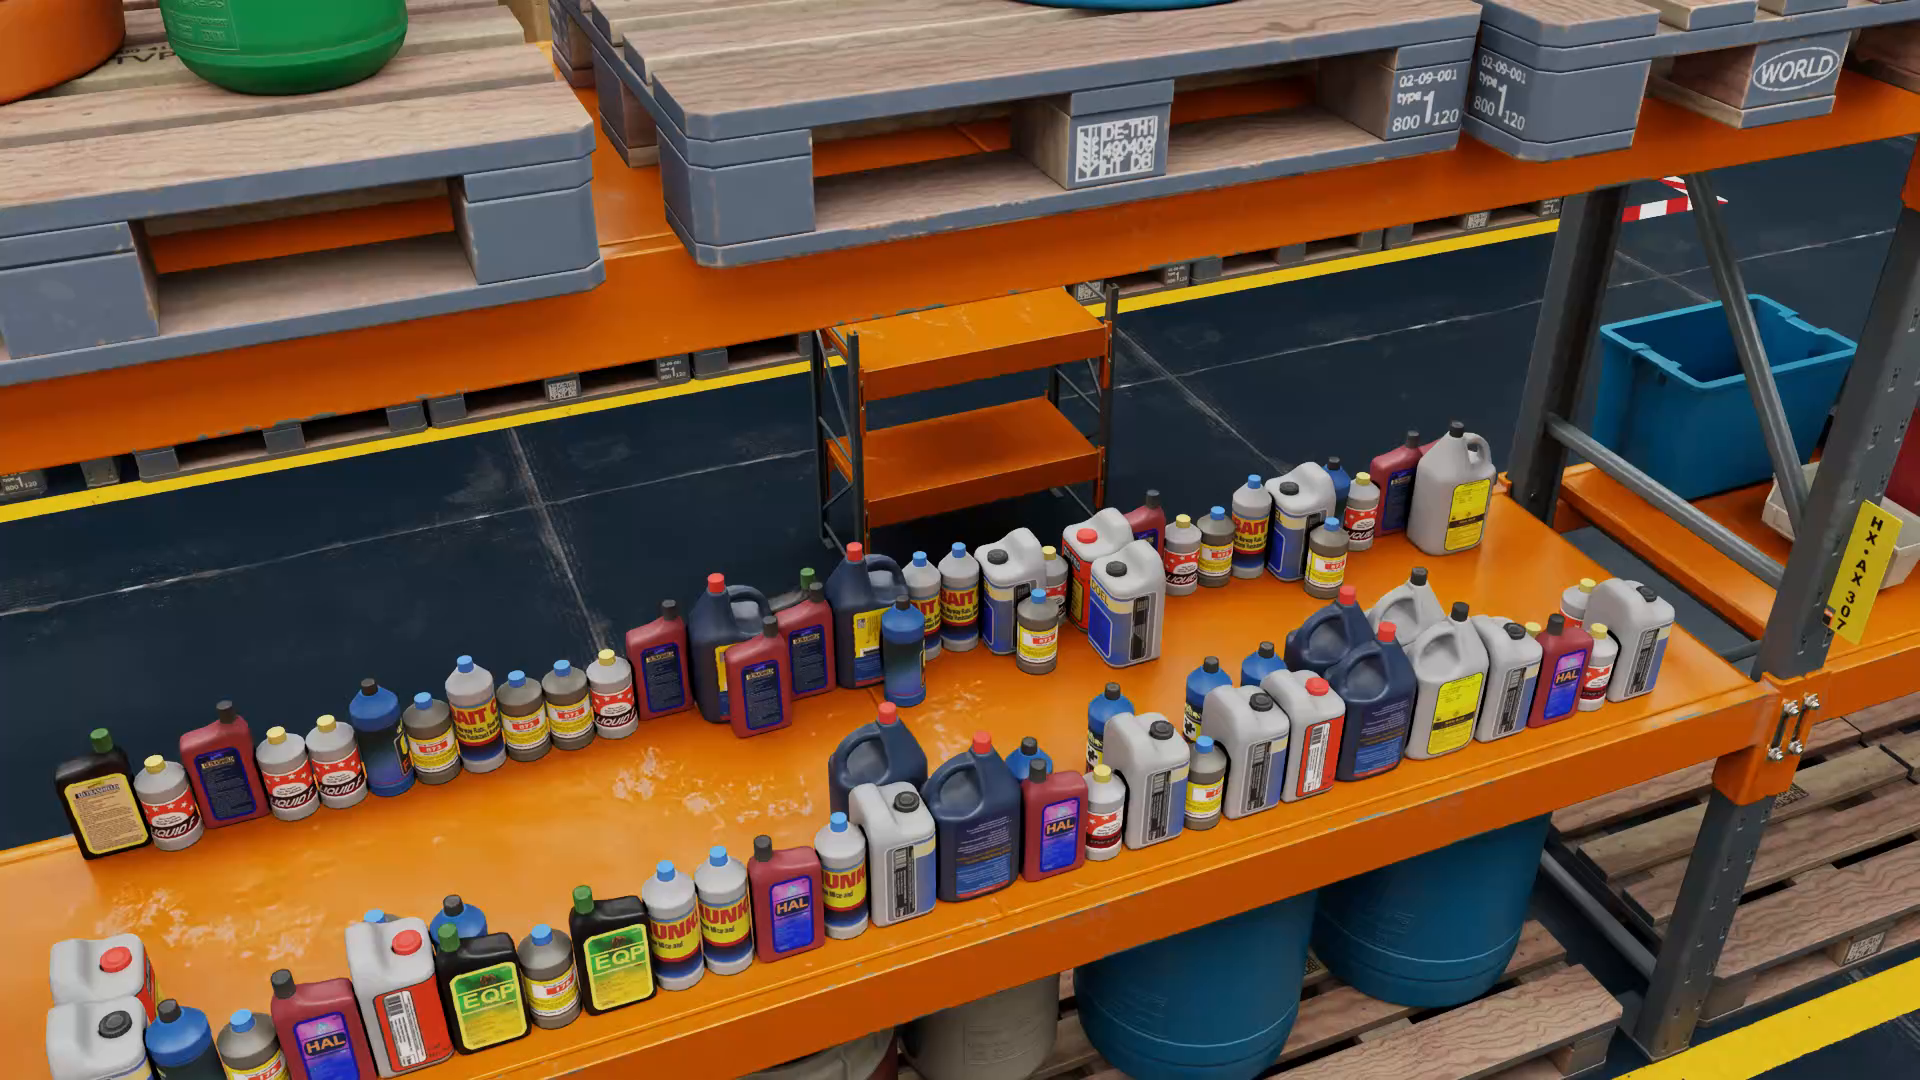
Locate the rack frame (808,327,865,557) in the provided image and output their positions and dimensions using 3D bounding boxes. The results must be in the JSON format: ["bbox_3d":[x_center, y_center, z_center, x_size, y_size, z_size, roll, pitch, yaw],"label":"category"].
[{"bbox_3d":[-0.462,-0.366,6.280,0.032,1.125,0.500,-13,35,-19],"label":"rack frame"}]

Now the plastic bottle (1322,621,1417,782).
[{"bbox_3d":[0.865,0.331,3.537,0.185,0.351,0.144,-13,35,-19],"label":"plastic bottle"}]

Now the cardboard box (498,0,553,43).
[{"bbox_3d":[-1.762,-2.393,7.201,0.500,0.500,0.700,-23,39,-31],"label":"cardboard box"}]

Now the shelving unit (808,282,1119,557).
[{"bbox_3d":[0.006,-0.473,6.445,1.048,1.125,0.538,-13,35,-19],"label":"shelving unit"}]

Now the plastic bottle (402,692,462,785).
[{"bbox_3d":[-1.128,0.415,3.545,0.097,0.201,0.097,0,33,0],"label":"plastic bottle"}]

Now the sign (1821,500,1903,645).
[{"bbox_3d":[1.968,0.073,3.633,0.005,0.325,0.100,-13,35,-19],"label":"sign"}]

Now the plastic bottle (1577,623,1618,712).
[{"bbox_3d":[1.422,0.280,3.752,0.097,0.201,0.097,0,33,0],"label":"plastic bottle"}]

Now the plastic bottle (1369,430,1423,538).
[{"bbox_3d":[1.130,-0.148,4.334,0.133,0.283,0.061,-13,35,-19],"label":"plastic bottle"}]

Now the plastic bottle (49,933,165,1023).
[{"bbox_3d":[-1.466,0.804,2.878,0.135,0.276,0.152,-13,35,-19],"label":"plastic bottle"}]

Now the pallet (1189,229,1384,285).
[{"bbox_3d":[1.603,-1.815,9.345,1.213,0.211,1.003,-13,35,-19],"label":"pallet"}]

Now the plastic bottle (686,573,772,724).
[{"bbox_3d":[-0.507,0.224,3.701,0.185,0.351,0.144,-13,35,-19],"label":"plastic bottle"}]

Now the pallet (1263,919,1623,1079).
[{"bbox_3d":[1.029,1.223,4.677,1.213,0.211,1.003,-13,35,-19],"label":"pallet"}]

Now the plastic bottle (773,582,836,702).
[{"bbox_3d":[-0.353,0.228,3.756,0.133,0.283,0.061,-13,35,-19],"label":"plastic bottle"}]

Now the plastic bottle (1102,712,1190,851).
[{"bbox_3d":[0.379,0.471,3.389,0.135,0.276,0.152,-13,35,-19],"label":"plastic bottle"}]

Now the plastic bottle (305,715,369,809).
[{"bbox_3d":[-1.308,0.456,3.481,0.097,0.201,0.097,0,33,0],"label":"plastic bottle"}]

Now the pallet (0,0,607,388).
[{"bbox_3d":[-1.188,-0.534,2.242,1.213,0.211,1.003,-13,35,-19],"label":"pallet"}]

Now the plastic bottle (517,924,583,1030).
[{"bbox_3d":[-0.740,0.775,2.991,0.097,0.201,0.097,0,33,0],"label":"plastic bottle"}]

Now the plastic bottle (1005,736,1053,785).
[{"bbox_3d":[0.136,0.509,3.336,0.097,0.271,0.097,0,33,0],"label":"plastic bottle"}]

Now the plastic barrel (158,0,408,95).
[{"bbox_3d":[-0.865,-0.719,2.112,0.294,0.245,0.294,0,33,0],"label":"plastic barrel"}]

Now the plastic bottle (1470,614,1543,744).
[{"bbox_3d":[1.182,0.287,3.672,0.135,0.276,0.152,-13,35,-19],"label":"plastic bottle"}]

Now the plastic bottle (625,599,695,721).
[{"bbox_3d":[-0.670,0.264,3.700,0.133,0.283,0.061,-13,35,-19],"label":"plastic bottle"}]

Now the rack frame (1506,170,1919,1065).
[{"bbox_3d":[1.757,-0.088,4.134,0.127,3.000,1.000,-13,35,-19],"label":"rack frame"}]

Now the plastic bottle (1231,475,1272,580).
[{"bbox_3d":[0.728,-0.040,4.178,0.097,0.271,0.097,0,33,0],"label":"plastic bottle"}]

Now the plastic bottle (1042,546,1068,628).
[{"bbox_3d":[0.211,0.108,4.016,0.097,0.201,0.097,0,33,0],"label":"plastic bottle"}]

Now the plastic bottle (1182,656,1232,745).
[{"bbox_3d":[0.527,0.365,3.556,0.097,0.271,0.097,0,33,0],"label":"plastic bottle"}]

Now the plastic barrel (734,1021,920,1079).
[{"bbox_3d":[-0.446,1.241,3.918,0.708,0.588,0.600,-13,35,-19],"label":"plastic barrel"}]

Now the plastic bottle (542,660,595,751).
[{"bbox_3d":[-0.859,0.353,3.639,0.097,0.201,0.097,0,33,0],"label":"plastic bottle"}]

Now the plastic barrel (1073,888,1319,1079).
[{"bbox_3d":[0.596,0.872,4.199,0.708,0.901,0.600,-13,35,-19],"label":"plastic barrel"}]

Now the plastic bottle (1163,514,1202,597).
[{"bbox_3d":[0.548,0.031,4.134,0.097,0.201,0.097,0,33,0],"label":"plastic bottle"}]

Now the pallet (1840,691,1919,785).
[{"bbox_3d":[3.546,0.647,5.563,1.213,0.211,1.003,-13,35,-19],"label":"pallet"}]

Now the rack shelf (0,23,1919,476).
[{"bbox_3d":[-0.087,-0.621,2.864,4.000,0.370,1.077,-13,35,-19],"label":"rack shelf"}]

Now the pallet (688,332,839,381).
[{"bbox_3d":[-0.893,-1.220,8.431,1.213,0.211,1.003,-13,35,-19],"label":"pallet"}]

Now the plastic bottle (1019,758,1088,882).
[{"bbox_3d":[0.183,0.540,3.277,0.133,0.283,0.061,-13,35,-19],"label":"plastic bottle"}]

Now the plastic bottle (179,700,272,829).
[{"bbox_3d":[-1.511,0.457,3.404,0.133,0.283,0.061,-13,35,-19],"label":"plastic bottle"}]

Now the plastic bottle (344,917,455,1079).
[{"bbox_3d":[-0.981,0.782,2.911,0.135,0.276,0.152,-13,35,-19],"label":"plastic bottle"}]

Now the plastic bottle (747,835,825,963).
[{"bbox_3d":[-0.324,0.656,3.099,0.133,0.283,0.061,-13,35,-19],"label":"plastic bottle"}]

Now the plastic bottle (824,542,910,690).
[{"bbox_3d":[-0.213,0.156,3.804,0.185,0.351,0.144,-13,35,-19],"label":"plastic bottle"}]

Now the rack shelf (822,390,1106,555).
[{"bbox_3d":[0.006,-0.268,6.579,1.000,0.278,0.538,-13,35,-19],"label":"rack shelf"}]

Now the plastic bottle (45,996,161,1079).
[{"bbox_3d":[-1.407,0.880,2.761,0.135,0.276,0.152,-13,35,-19],"label":"plastic bottle"}]

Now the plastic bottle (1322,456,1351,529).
[{"bbox_3d":[0.941,-0.089,4.254,0.097,0.271,0.097,0,33,0],"label":"plastic bottle"}]

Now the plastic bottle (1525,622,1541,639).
[{"bbox_3d":[1.276,0.277,3.756,0.097,0.201,0.097,0,33,0],"label":"plastic bottle"}]

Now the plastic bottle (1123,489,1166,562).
[{"bbox_3d":[0.435,0.012,4.089,0.133,0.283,0.061,-13,35,-19],"label":"plastic bottle"}]

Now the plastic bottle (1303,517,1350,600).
[{"bbox_3d":[0.911,0.038,4.124,0.097,0.201,0.097,0,33,0],"label":"plastic bottle"}]

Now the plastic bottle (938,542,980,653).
[{"bbox_3d":[-0.003,0.128,3.922,0.097,0.271,0.097,0,33,0],"label":"plastic bottle"}]

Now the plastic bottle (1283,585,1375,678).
[{"bbox_3d":[0.810,0.258,3.648,0.185,0.351,0.144,-13,35,-19],"label":"plastic bottle"}]

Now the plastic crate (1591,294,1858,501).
[{"bbox_3d":[2.055,-0.376,4.537,0.575,0.384,0.392,-13,35,-19],"label":"plastic crate"}]

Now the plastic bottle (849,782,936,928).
[{"bbox_3d":[-0.129,0.587,3.211,0.135,0.276,0.152,-13,35,-19],"label":"plastic bottle"}]

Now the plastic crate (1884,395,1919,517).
[{"bbox_3d":[2.677,-0.202,4.196,0.583,0.464,0.402,-13,35,-19],"label":"plastic crate"}]

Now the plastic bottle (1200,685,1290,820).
[{"bbox_3d":[0.593,0.422,3.465,0.135,0.276,0.152,-13,35,-19],"label":"plastic bottle"}]

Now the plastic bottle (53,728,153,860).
[{"bbox_3d":[-1.724,0.506,3.329,0.133,0.283,0.061,-13,35,-19],"label":"plastic bottle"}]

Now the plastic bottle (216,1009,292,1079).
[{"bbox_3d":[-1.200,0.880,2.829,0.097,0.201,0.097,0,33,0],"label":"plastic bottle"}]

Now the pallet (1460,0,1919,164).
[{"bbox_3d":[1.072,-1.051,3.038,1.003,0.211,1.213,-13,35,-19],"label":"pallet"}]

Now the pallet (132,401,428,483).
[{"bbox_3d":[-3.142,-0.705,7.639,1.213,0.211,1.003,-13,35,-19],"label":"pallet"}]

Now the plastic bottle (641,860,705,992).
[{"bbox_3d":[-0.527,0.697,3.047,0.097,0.271,0.097,0,33,0],"label":"plastic bottle"}]

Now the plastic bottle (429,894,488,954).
[{"bbox_3d":[-0.887,0.743,2.976,0.097,0.271,0.097,0,33,0],"label":"plastic bottle"}]

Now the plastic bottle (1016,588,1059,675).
[{"bbox_3d":[0.180,0.205,3.867,0.097,0.201,0.097,0,33,0],"label":"plastic bottle"}]
